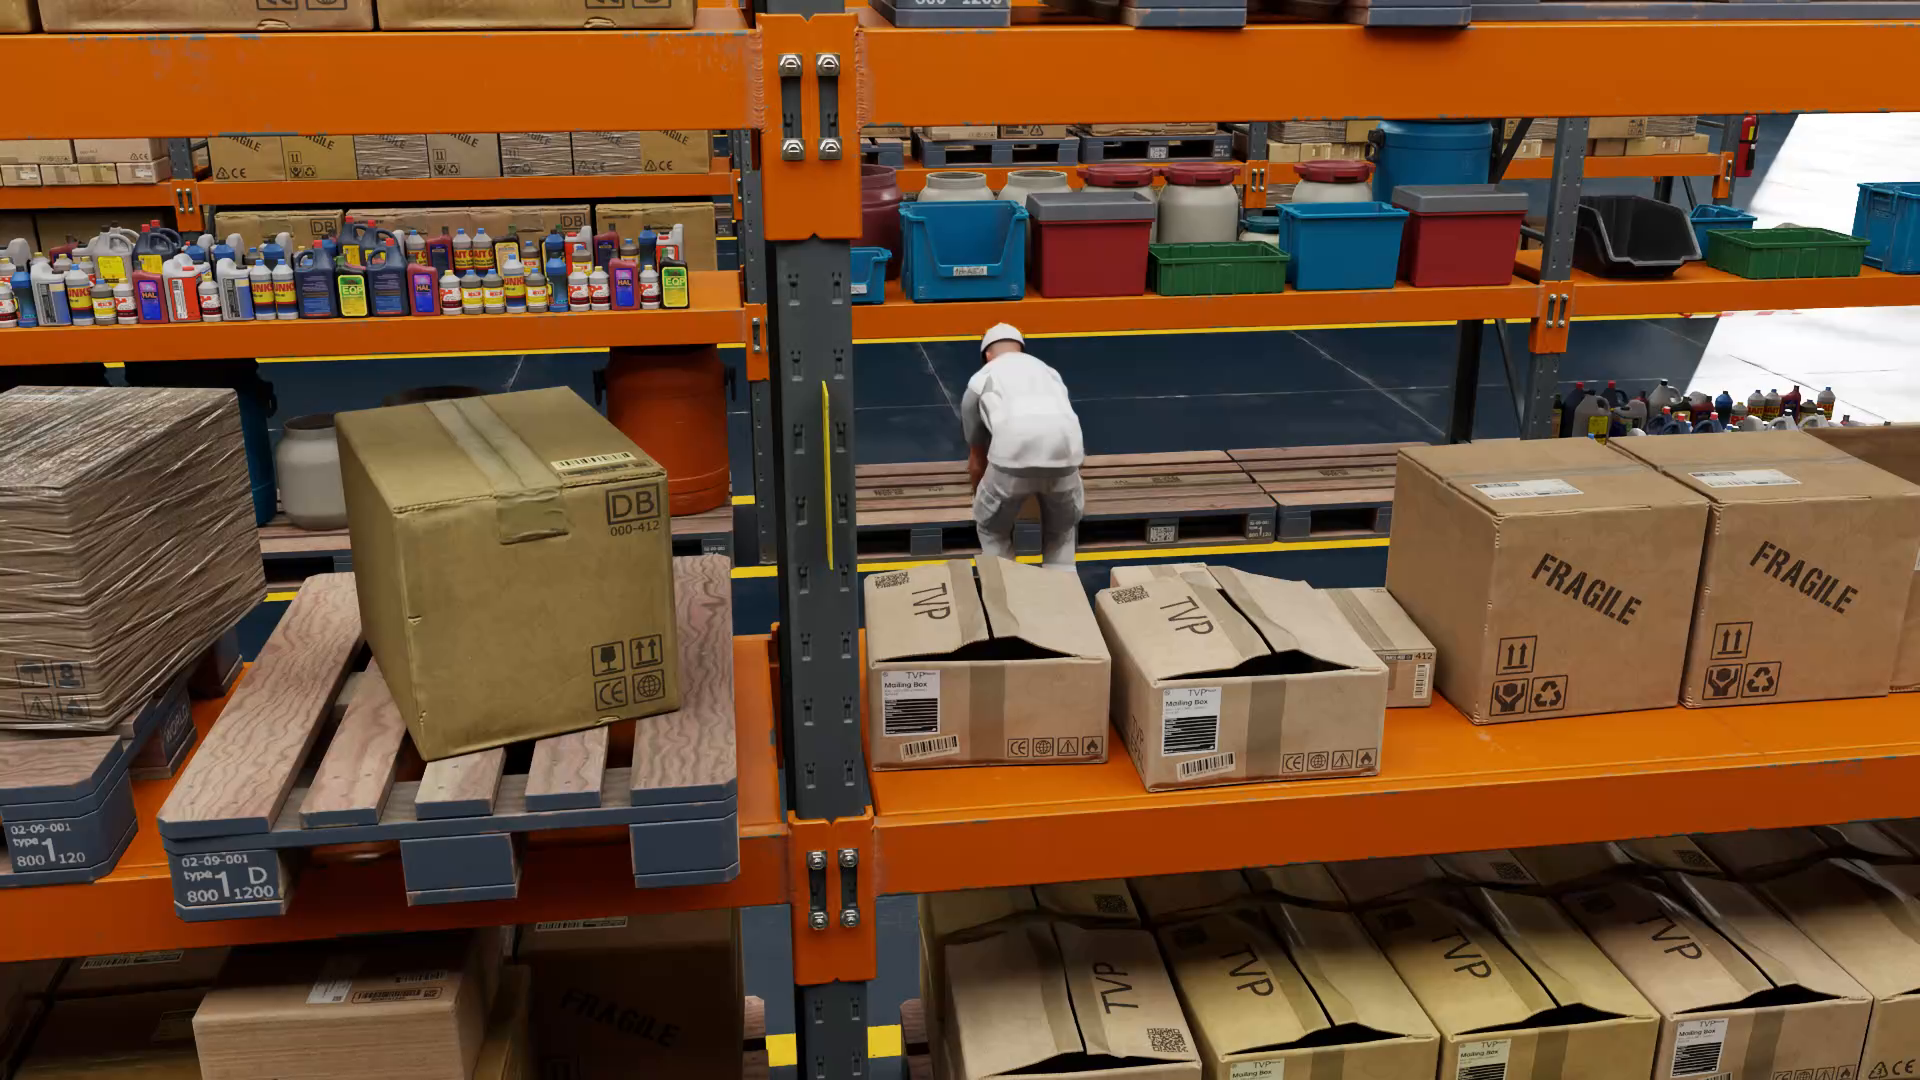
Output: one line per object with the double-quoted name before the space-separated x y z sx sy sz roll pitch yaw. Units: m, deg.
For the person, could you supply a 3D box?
"person" 0.268 -0.244 7.402 0.497 1.319 0.909 -3 20 -10
